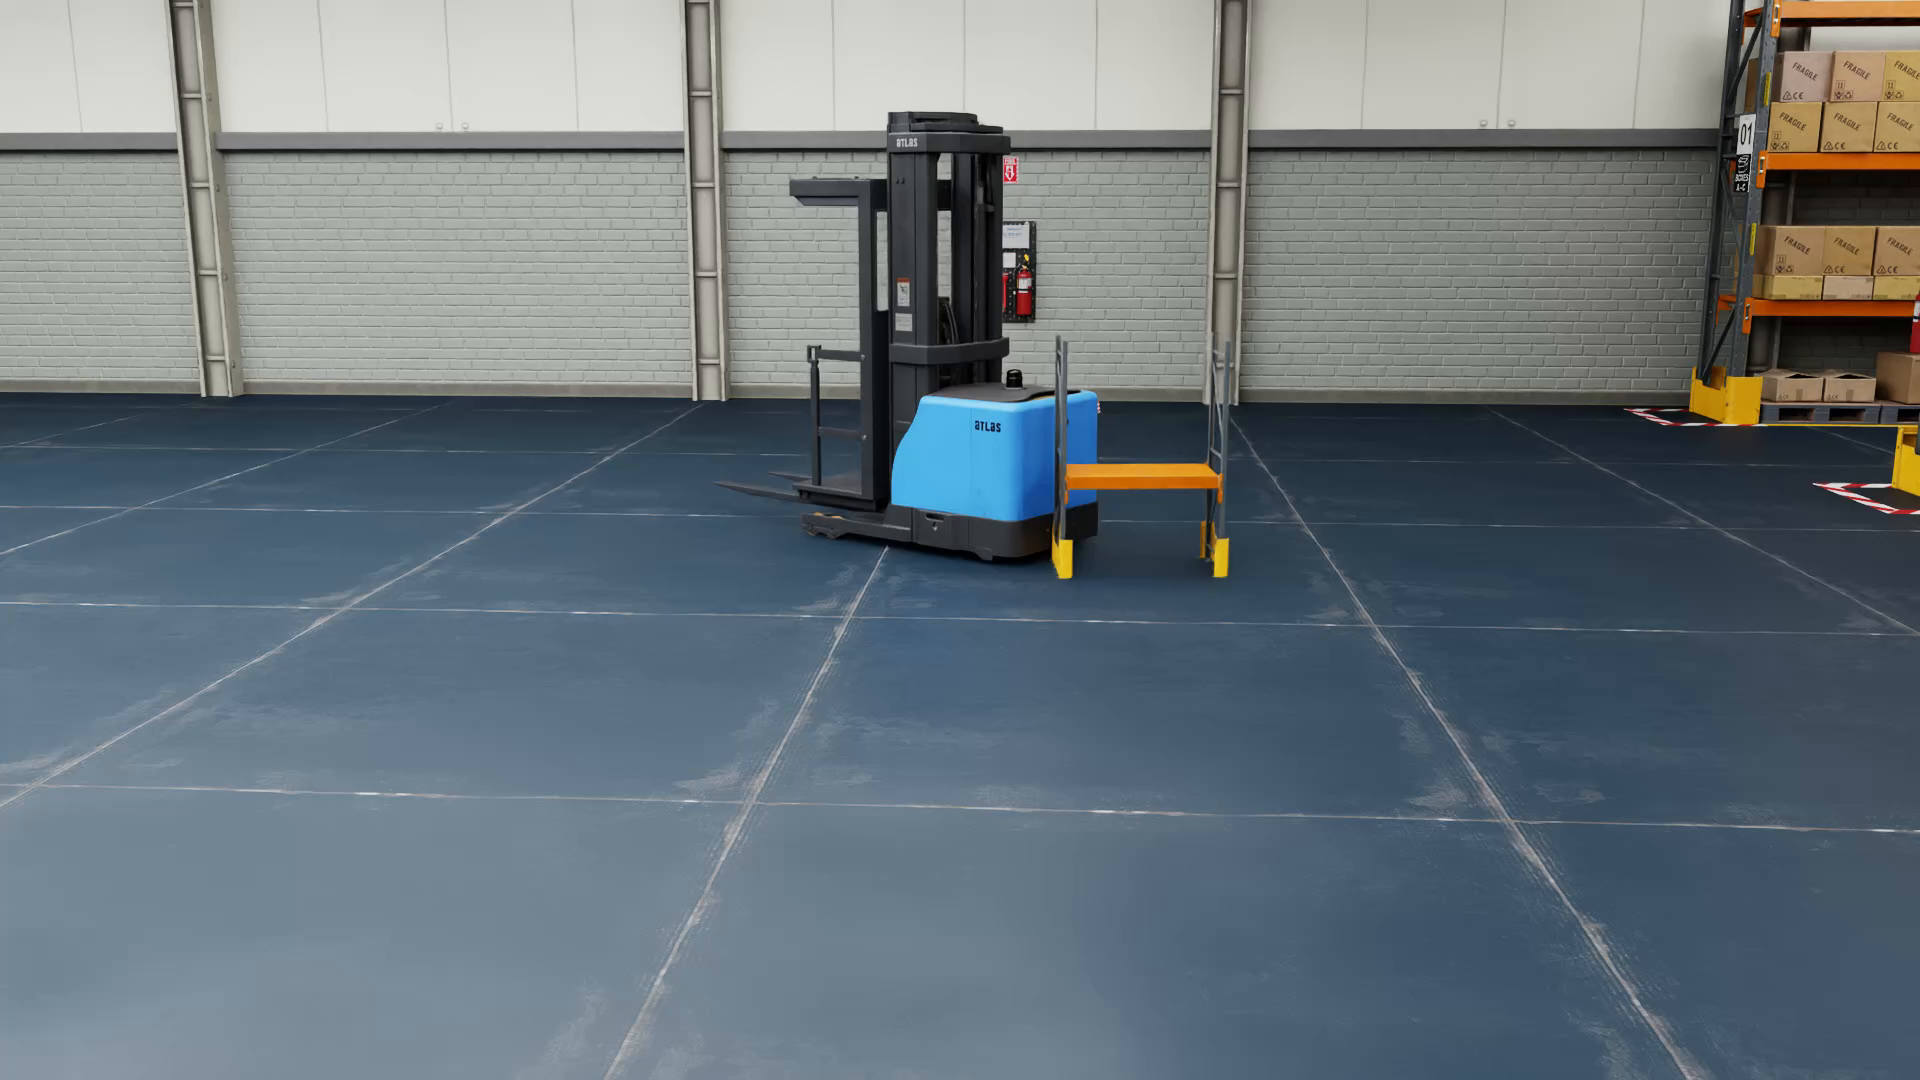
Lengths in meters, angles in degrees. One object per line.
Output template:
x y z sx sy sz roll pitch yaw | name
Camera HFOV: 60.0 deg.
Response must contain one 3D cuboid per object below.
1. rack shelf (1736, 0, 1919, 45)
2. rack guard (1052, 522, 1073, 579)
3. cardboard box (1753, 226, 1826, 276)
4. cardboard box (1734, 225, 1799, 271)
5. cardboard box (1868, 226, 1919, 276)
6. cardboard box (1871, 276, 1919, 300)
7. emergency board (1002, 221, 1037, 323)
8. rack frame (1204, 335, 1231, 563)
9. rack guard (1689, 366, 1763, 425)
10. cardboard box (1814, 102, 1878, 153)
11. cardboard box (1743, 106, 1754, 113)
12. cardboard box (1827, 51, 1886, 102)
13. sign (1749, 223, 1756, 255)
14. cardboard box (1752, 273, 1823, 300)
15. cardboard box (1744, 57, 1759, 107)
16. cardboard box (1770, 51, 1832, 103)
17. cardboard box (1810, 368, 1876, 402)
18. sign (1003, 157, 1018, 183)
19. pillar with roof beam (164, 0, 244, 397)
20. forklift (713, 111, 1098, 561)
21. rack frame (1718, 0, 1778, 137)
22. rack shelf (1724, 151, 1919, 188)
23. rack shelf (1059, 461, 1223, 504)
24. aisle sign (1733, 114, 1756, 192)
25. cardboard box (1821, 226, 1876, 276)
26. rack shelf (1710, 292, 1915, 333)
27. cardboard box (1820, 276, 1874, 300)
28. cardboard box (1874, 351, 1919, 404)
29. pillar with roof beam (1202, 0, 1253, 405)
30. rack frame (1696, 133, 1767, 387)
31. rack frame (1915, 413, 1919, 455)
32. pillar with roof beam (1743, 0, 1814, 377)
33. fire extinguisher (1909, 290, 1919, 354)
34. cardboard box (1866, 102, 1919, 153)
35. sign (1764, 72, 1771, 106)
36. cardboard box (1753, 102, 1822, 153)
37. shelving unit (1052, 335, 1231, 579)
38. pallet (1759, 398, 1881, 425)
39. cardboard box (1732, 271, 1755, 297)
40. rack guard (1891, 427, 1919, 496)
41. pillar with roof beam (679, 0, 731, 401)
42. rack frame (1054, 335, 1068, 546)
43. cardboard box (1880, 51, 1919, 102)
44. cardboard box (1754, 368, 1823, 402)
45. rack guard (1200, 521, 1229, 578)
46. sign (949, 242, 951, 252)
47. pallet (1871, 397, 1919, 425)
10.262 -5.367 17.214 4.000 0.370 1.077 1 12 4 | rack shelf
0.667 0.065 10.847 0.087 0.250 0.587 0 12 -2 | rack guard
8.723 -3.048 17.497 0.500 0.500 0.500 1 12 4 | cardboard box
8.751 -3.153 17.999 0.500 0.500 0.500 1 12 3 | cardboard box
9.731 -3.030 17.415 0.500 0.500 0.500 0 12 2 | cardboard box
9.759 -2.665 17.498 0.500 0.250 0.500 1 12 3 | cardboard box
0.573 -3.103 19.276 0.643 1.169 0.194 1 12 4 | emergency board
1.663 -0.554 10.752 0.032 1.500 0.500 0 12 -2 | rack frame
8.343 -1.588 18.136 0.348 0.500 1.175 1 12 4 | rack guard
9.117 -4.269 17.230 0.500 0.500 0.500 2 12 8 | cardboard box
8.700 -4.385 17.786 0.500 0.500 0.500 2 12 8 | cardboard box
9.132 -4.756 17.119 0.500 0.500 0.500 1 12 3 | cardboard box
8.231 -3.125 17.267 0.005 0.325 0.100 1 12 4 | sign
8.732 -2.677 17.557 0.500 0.250 0.500 0 12 2 | cardboard box
8.714 -4.876 17.691 0.500 0.500 0.500 1 12 6 | cardboard box
8.635 -4.774 17.201 0.500 0.500 0.500 0 12 0 | cardboard box
9.520 -1.676 17.945 0.500 0.311 0.500 2 12 8 | cardboard box
0.572 -4.258 19.136 0.199 0.298 0.001 1 12 4 | sign
-9.224 -5.283 15.043 0.400 9.000 9.100 1 12 4 | pillar with roof beam
-0.507 -1.517 11.861 3.031 2.935 1.130 9 15 37 | forklift
8.267 -5.749 17.271 0.127 3.000 1.000 1 12 4 | rack frame
10.262 -3.901 17.521 4.000 0.370 1.077 1 12 4 | rack shelf
1.155 -0.374 10.772 1.000 0.185 0.538 0 12 -2 | rack shelf
8.175 -4.024 17.331 0.004 0.787 0.394 1 12 4 | aisle sign
9.216 -3.039 17.455 0.500 0.500 0.500 1 12 4 | cardboard box
10.262 -2.433 17.828 4.000 0.370 1.077 1 12 4 | rack shelf
9.252 -2.673 17.537 0.500 0.250 0.500 0 12 2 | cardboard box
10.249 -1.748 17.829 0.500 0.500 0.700 0 12 0 | cardboard box
2.749 -5.118 14.258 0.400 9.000 9.100 1 12 4 | pillar with roof beam
8.267 -2.812 17.886 0.127 3.000 1.000 1 12 4 | rack frame
7.939 -1.800 13.047 0.127 3.000 1.000 1 12 4 | rack frame
8.735 -5.036 13.866 0.400 9.000 9.100 1 12 4 | pillar with roof beam
7.853 -1.859 13.517 0.183 0.674 0.296 1 12 4 | fire extinguisher
9.636 -4.262 17.200 0.500 0.500 0.500 1 12 6 | cardboard box
8.231 -4.597 16.959 0.005 0.325 0.100 1 12 4 | sign
8.584 -4.283 17.300 0.500 0.500 0.500 1 12 5 | cardboard box
1.164 -0.550 10.736 1.083 1.500 0.587 0 12 -2 | shelving unit
9.151 -1.428 18.078 1.213 0.211 1.003 1 12 4 | pallet
8.746 -2.782 18.058 0.500 0.250 0.500 1 12 5 | cardboard box
7.916 -0.577 13.305 0.348 0.500 1.175 1 12 4 | rack guard
-3.238 -5.200 14.651 0.400 9.000 9.100 1 12 4 | pillar with roof beam
0.647 -0.547 10.718 0.032 1.500 0.500 0 12 -2 | rack frame
9.644 -4.752 17.097 0.500 0.500 0.500 1 12 5 | cardboard box
8.951 -1.684 17.983 0.500 0.311 0.500 -1 12 -3 | cardboard box
1.662 0.058 10.880 0.087 0.250 0.587 0 12 -2 | rack guard
0.032 -3.407 19.346 0.331 0.109 0.001 1 12 4 | sign
10.365 -1.411 17.996 1.213 0.211 1.003 1 12 4 | pallet
